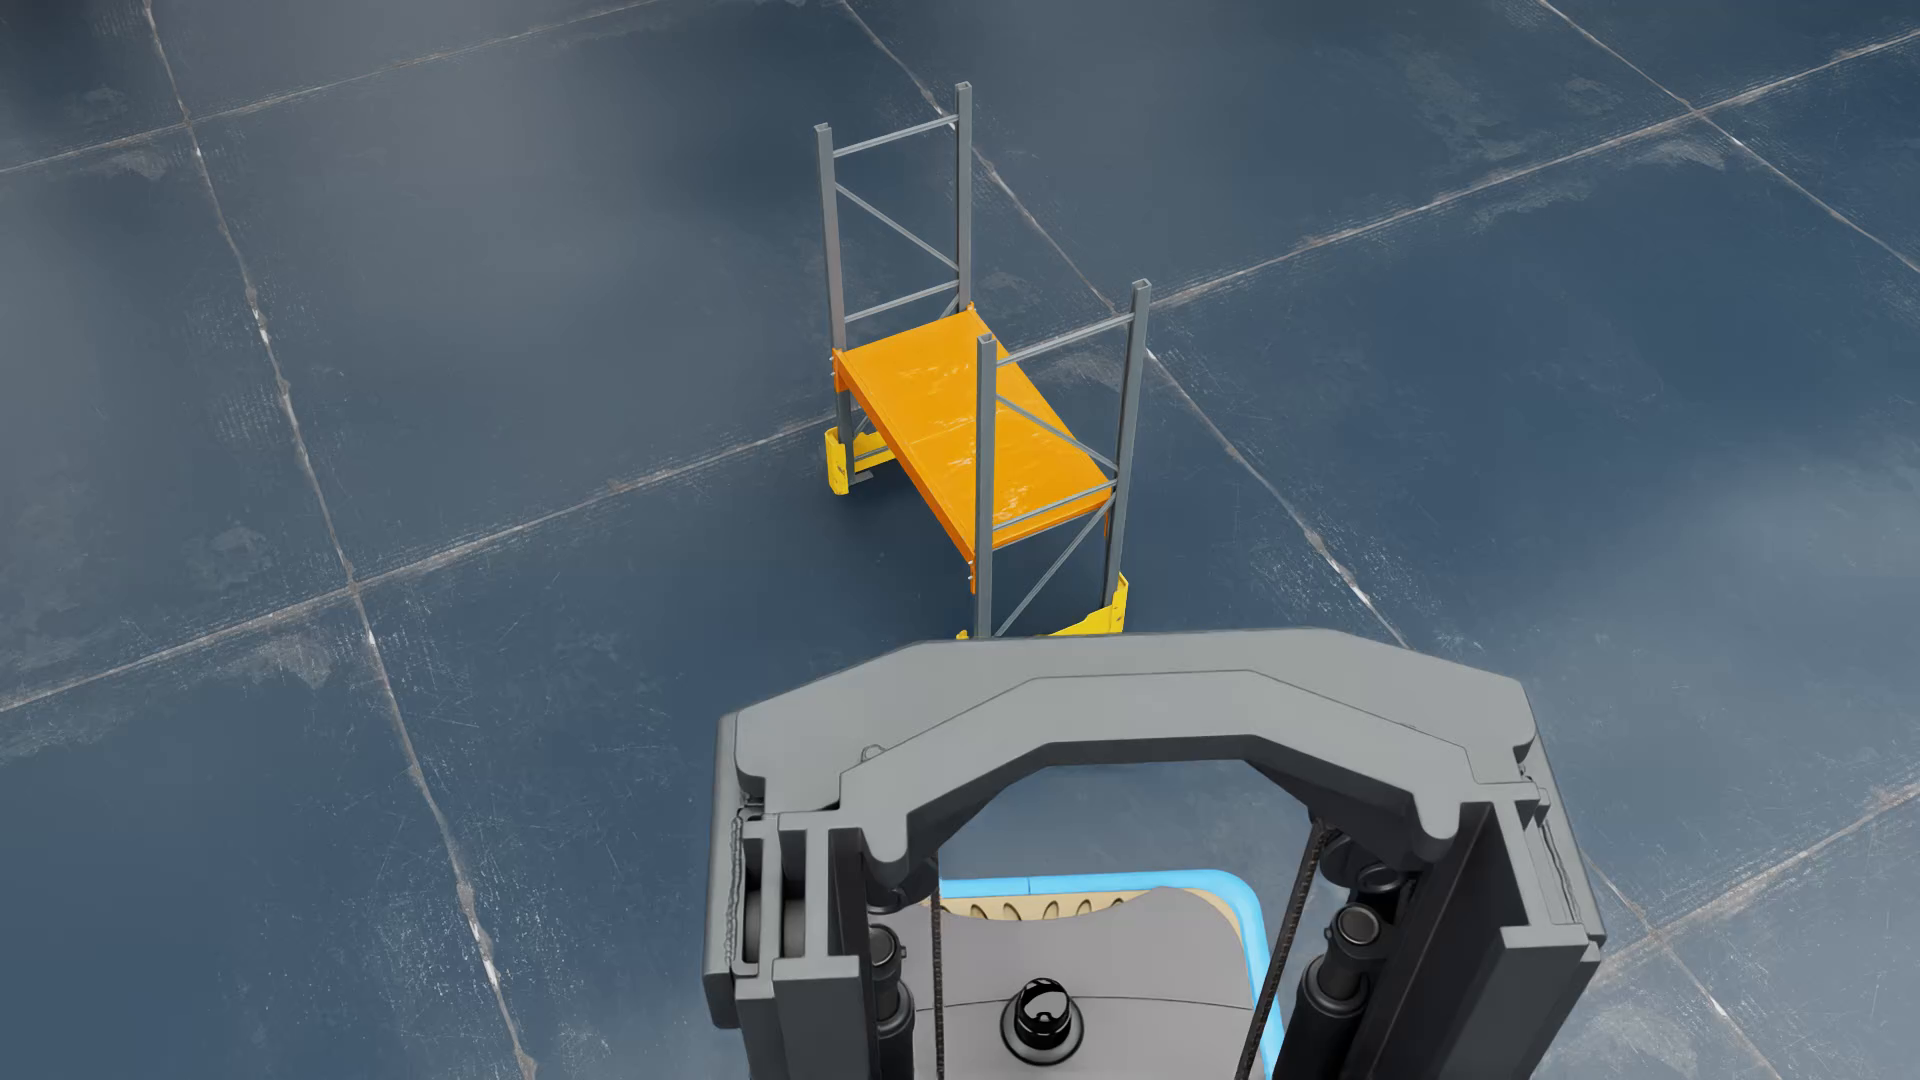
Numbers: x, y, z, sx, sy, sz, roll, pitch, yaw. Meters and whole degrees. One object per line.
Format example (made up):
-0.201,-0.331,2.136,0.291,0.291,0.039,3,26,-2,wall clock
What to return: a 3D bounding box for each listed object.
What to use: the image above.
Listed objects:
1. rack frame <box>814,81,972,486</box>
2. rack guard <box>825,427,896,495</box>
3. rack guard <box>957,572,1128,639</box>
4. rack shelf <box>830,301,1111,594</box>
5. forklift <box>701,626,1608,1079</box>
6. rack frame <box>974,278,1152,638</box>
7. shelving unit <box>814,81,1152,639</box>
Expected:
-0.194,-0.777,5.433,0.500,1.500,0.032,-21,52,-18,rack frame
-0.193,-0.365,5.903,0.587,0.250,0.087,-21,52,-18,rack guard
0.263,0.302,5.320,0.587,0.250,0.087,-21,52,-18,rack guard
0.039,-0.318,5.271,0.538,0.185,1.000,-21,52,-18,rack shelf
0.221,1.599,2.404,1.130,2.935,3.031,-2,49,-2,forklift
0.272,-0.096,4.838,0.500,1.500,0.032,-21,52,-18,rack frame
0.035,-0.443,5.141,0.587,1.500,1.083,-21,52,-18,shelving unit
